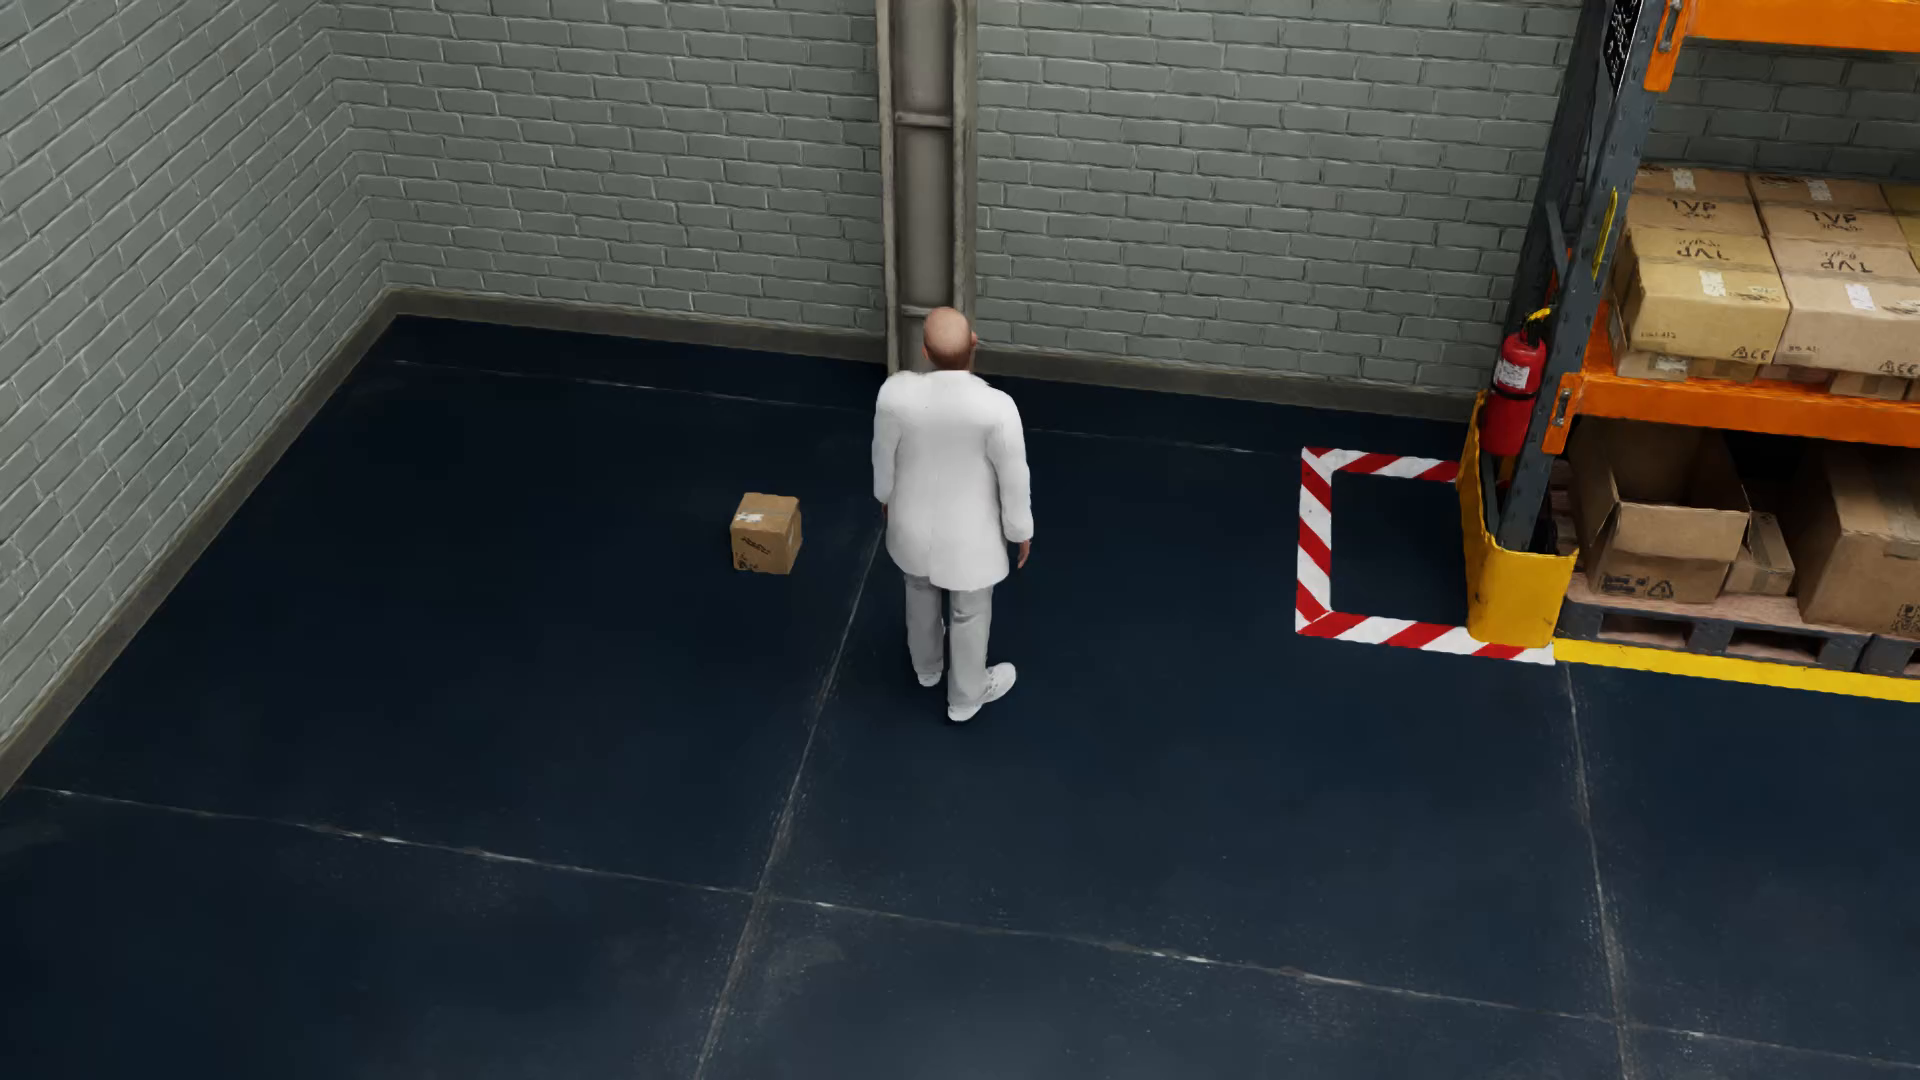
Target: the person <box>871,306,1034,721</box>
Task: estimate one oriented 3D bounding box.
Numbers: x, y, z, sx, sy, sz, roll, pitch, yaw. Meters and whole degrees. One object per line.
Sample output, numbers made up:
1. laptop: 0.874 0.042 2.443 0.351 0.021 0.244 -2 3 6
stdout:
1. person: -0.010 -0.120 6.275 0.647 1.782 0.509 13 42 15
